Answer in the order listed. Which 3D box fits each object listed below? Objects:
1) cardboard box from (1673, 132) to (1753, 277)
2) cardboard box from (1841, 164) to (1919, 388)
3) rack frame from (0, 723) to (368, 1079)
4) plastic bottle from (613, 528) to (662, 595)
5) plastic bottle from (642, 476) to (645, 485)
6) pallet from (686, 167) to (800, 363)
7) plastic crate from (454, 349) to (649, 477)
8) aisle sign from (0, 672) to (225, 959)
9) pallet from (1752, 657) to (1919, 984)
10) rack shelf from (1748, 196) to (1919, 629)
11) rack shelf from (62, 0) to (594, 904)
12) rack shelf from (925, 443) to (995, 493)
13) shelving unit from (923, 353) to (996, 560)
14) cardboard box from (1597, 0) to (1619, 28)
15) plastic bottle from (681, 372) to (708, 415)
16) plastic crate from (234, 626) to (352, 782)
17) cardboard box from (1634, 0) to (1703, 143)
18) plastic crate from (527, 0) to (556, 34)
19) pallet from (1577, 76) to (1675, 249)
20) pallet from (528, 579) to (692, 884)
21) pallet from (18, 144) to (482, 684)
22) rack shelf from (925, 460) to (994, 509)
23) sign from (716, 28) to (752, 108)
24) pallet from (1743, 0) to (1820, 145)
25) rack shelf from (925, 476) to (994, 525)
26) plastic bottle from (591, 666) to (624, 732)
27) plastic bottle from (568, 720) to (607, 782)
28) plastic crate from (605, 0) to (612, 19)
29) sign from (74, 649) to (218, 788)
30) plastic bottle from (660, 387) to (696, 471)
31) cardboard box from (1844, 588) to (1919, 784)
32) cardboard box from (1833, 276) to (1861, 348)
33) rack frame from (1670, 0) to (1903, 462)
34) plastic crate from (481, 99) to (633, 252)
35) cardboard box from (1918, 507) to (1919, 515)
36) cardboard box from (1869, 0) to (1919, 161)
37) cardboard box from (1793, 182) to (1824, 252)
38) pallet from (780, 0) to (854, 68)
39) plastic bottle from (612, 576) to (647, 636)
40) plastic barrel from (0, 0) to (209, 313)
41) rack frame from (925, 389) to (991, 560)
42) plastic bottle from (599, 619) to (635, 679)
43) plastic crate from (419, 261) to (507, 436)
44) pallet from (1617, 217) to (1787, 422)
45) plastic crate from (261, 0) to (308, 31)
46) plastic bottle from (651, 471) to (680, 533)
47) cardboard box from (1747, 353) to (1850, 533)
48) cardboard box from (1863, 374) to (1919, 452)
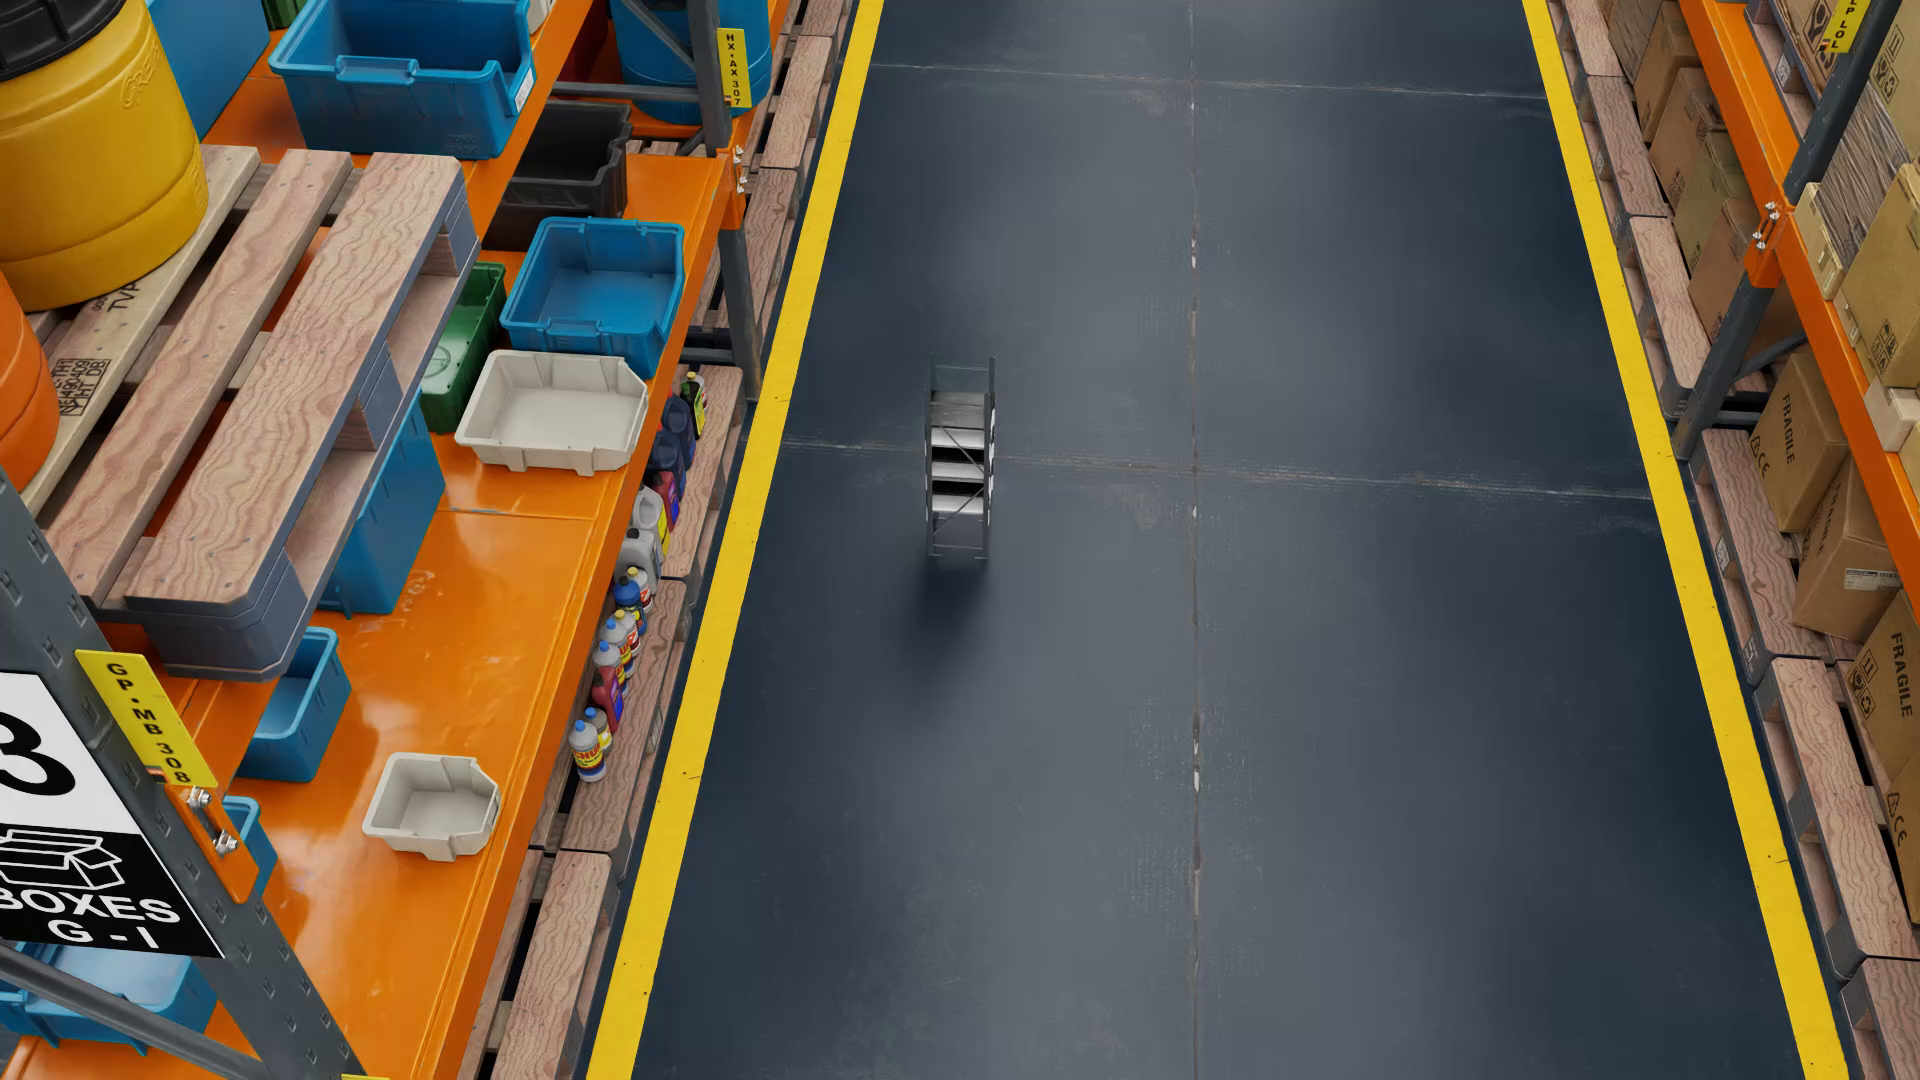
[{"bbox_3d":[3.691,-1.466,7.480,0.700,0.500,0.500,4,48,3],"label":"cardboard box"},{"bbox_3d":[3.368,-0.805,5.210,0.875,0.500,0.500,4,48,4],"label":"cardboard box"},{"bbox_3d":[-1.746,1.244,3.605,1.000,3.000,0.127,4,48,4],"label":"rack frame"},{"bbox_3d":[-1.219,0.066,6.231,0.152,0.276,0.135,5,48,4],"label":"plastic bottle"},{"bbox_3d":[-1.320,-0.282,6.549,0.152,0.276,0.135,4,48,4],"label":"plastic bottle"},{"bbox_3d":[-1.348,-1.334,7.853,1.003,0.211,1.213,4,48,4],"label":"pallet"},{"bbox_3d":[-1.277,-0.396,5.284,0.530,0.136,0.437,4,48,4],"label":"plastic crate"},{"bbox_3d":[-1.461,0.439,2.580,0.394,0.787,0.004,4,48,4],"label":"aisle sign"},{"bbox_3d":[3.417,0.974,5.742,1.003,0.211,1.213,4,48,4],"label":"pallet"},{"bbox_3d":[3.369,0.350,4.910,1.077,0.370,4.000,4,48,4],"label":"rack shelf"},{"bbox_3d":[-1.563,-0.995,4.108,1.077,0.370,4.000,4,48,4],"label":"rack shelf"},{"bbox_3d":[0.001,-0.287,6.474,0.258,0.077,0.200,4,48,4],"label":"rack shelf"},{"bbox_3d":[0.001,-0.310,6.449,0.258,0.900,0.210,4,48,4],"label":"shelving unit"},{"bbox_3d":[3.875,-3.113,8.986,0.700,0.500,0.500,2,48,1],"label":"cardboard box"},{"bbox_3d":[-1.104,-0.612,6.901,0.097,0.201,0.097,0,48,0],"label":"plastic bottle"},{"bbox_3d":[-1.933,0.430,4.451,0.499,0.251,0.408,4,48,4],"label":"plastic crate"},{"bbox_3d":[3.792,-2.287,8.231,0.700,0.500,0.500,7,48,7],"label":"cardboard box"},{"bbox_3d":[-1.125,-1.412,4.181,0.243,0.136,0.396,4,48,4],"label":"plastic crate"},{"bbox_3d":[3.729,-1.892,8.364,1.003,0.211,1.213,4,48,4],"label":"pallet"},{"bbox_3d":[-1.592,0.635,6.052,1.003,0.211,1.213,4,48,4],"label":"pallet"},{"bbox_3d":[-1.573,-0.306,3.118,1.003,0.211,1.213,4,48,4],"label":"pallet"},{"bbox_3d":[0.001,-0.226,6.540,0.258,0.077,0.200,4,48,4],"label":"rack shelf"},{"bbox_3d":[-0.834,-1.744,6.150,0.100,0.325,0.005,4,48,4],"label":"sign"},{"bbox_3d":[3.766,-1.849,6.565,1.003,0.211,1.213,4,48,4],"label":"pallet"},{"bbox_3d":[0.001,-0.166,6.607,0.258,0.077,0.200,4,48,4],"label":"rack shelf"},{"bbox_3d":[-1.231,0.536,5.796,0.061,0.283,0.133,5,48,4],"label":"plastic bottle"},{"bbox_3d":[-1.270,0.705,5.649,0.097,0.271,0.097,0,48,0],"label":"plastic bottle"},{"bbox_3d":[-1.590,-2.521,7.060,0.392,0.384,0.575,4,48,4],"label":"plastic crate"},{"bbox_3d":[-1.198,0.269,2.458,0.100,0.325,0.005,4,48,4],"label":"sign"},{"bbox_3d":[-1.153,-0.457,6.658,0.144,0.351,0.185,3,48,2],"label":"plastic bottle"},{"bbox_3d":[3.452,0.514,5.683,0.500,0.500,0.500,0,48,0],"label":"cardboard box"},{"bbox_3d":[3.201,-0.771,5.619,0.380,0.149,0.250,4,48,4],"label":"cardboard box"},{"bbox_3d":[3.551,-1.362,5.989,1.000,3.000,0.127,4,48,4],"label":"rack frame"},{"bbox_3d":[-1.556,-1.298,5.973,0.767,0.338,0.504,4,48,4],"label":"plastic crate"},{"bbox_3d":[3.109,-0.037,4.947,0.380,0.149,0.250,4,48,4],"label":"cardboard box"},{"bbox_3d":[3.257,-1.520,5.187,0.500,0.500,0.500,4,48,4],"label":"cardboard box"},{"bbox_3d":[3.232,-1.140,5.956,0.380,0.149,0.250,4,48,4],"label":"cardboard box"},{"bbox_3d":[-1.126,-3.127,9.493,1.003,0.211,1.213,4,48,4],"label":"pallet"},{"bbox_3d":[-1.211,0.231,6.083,0.097,0.271,0.097,0,48,0],"label":"plastic bottle"},{"bbox_3d":[-1.768,-0.820,3.048,0.600,0.588,0.600,0,48,0],"label":"plastic barrel"},{"bbox_3d":[-0.009,-0.235,6.381,0.240,0.900,0.006,4,48,4],"label":"rack frame"},{"bbox_3d":[-1.230,0.380,5.947,0.097,0.271,0.097,0,48,0],"label":"plastic bottle"},{"bbox_3d":[-1.786,-0.645,5.477,0.450,0.188,0.662,4,48,4],"label":"plastic crate"},{"bbox_3d":[3.621,-0.993,7.541,1.003,0.211,1.213,4,48,4],"label":"pallet"},{"bbox_3d":[-1.796,-1.495,4.221,0.336,0.188,0.450,4,48,4],"label":"plastic crate"},{"bbox_3d":[-1.144,-0.171,6.442,0.061,0.283,0.133,7,48,6],"label":"plastic bottle"},{"bbox_3d":[3.475,-0.369,6.490,0.500,0.500,0.500,3,48,2],"label":"cardboard box"},{"bbox_3d":[3.124,-0.406,5.285,0.380,0.149,0.250,4,48,4],"label":"cardboard box"}]
